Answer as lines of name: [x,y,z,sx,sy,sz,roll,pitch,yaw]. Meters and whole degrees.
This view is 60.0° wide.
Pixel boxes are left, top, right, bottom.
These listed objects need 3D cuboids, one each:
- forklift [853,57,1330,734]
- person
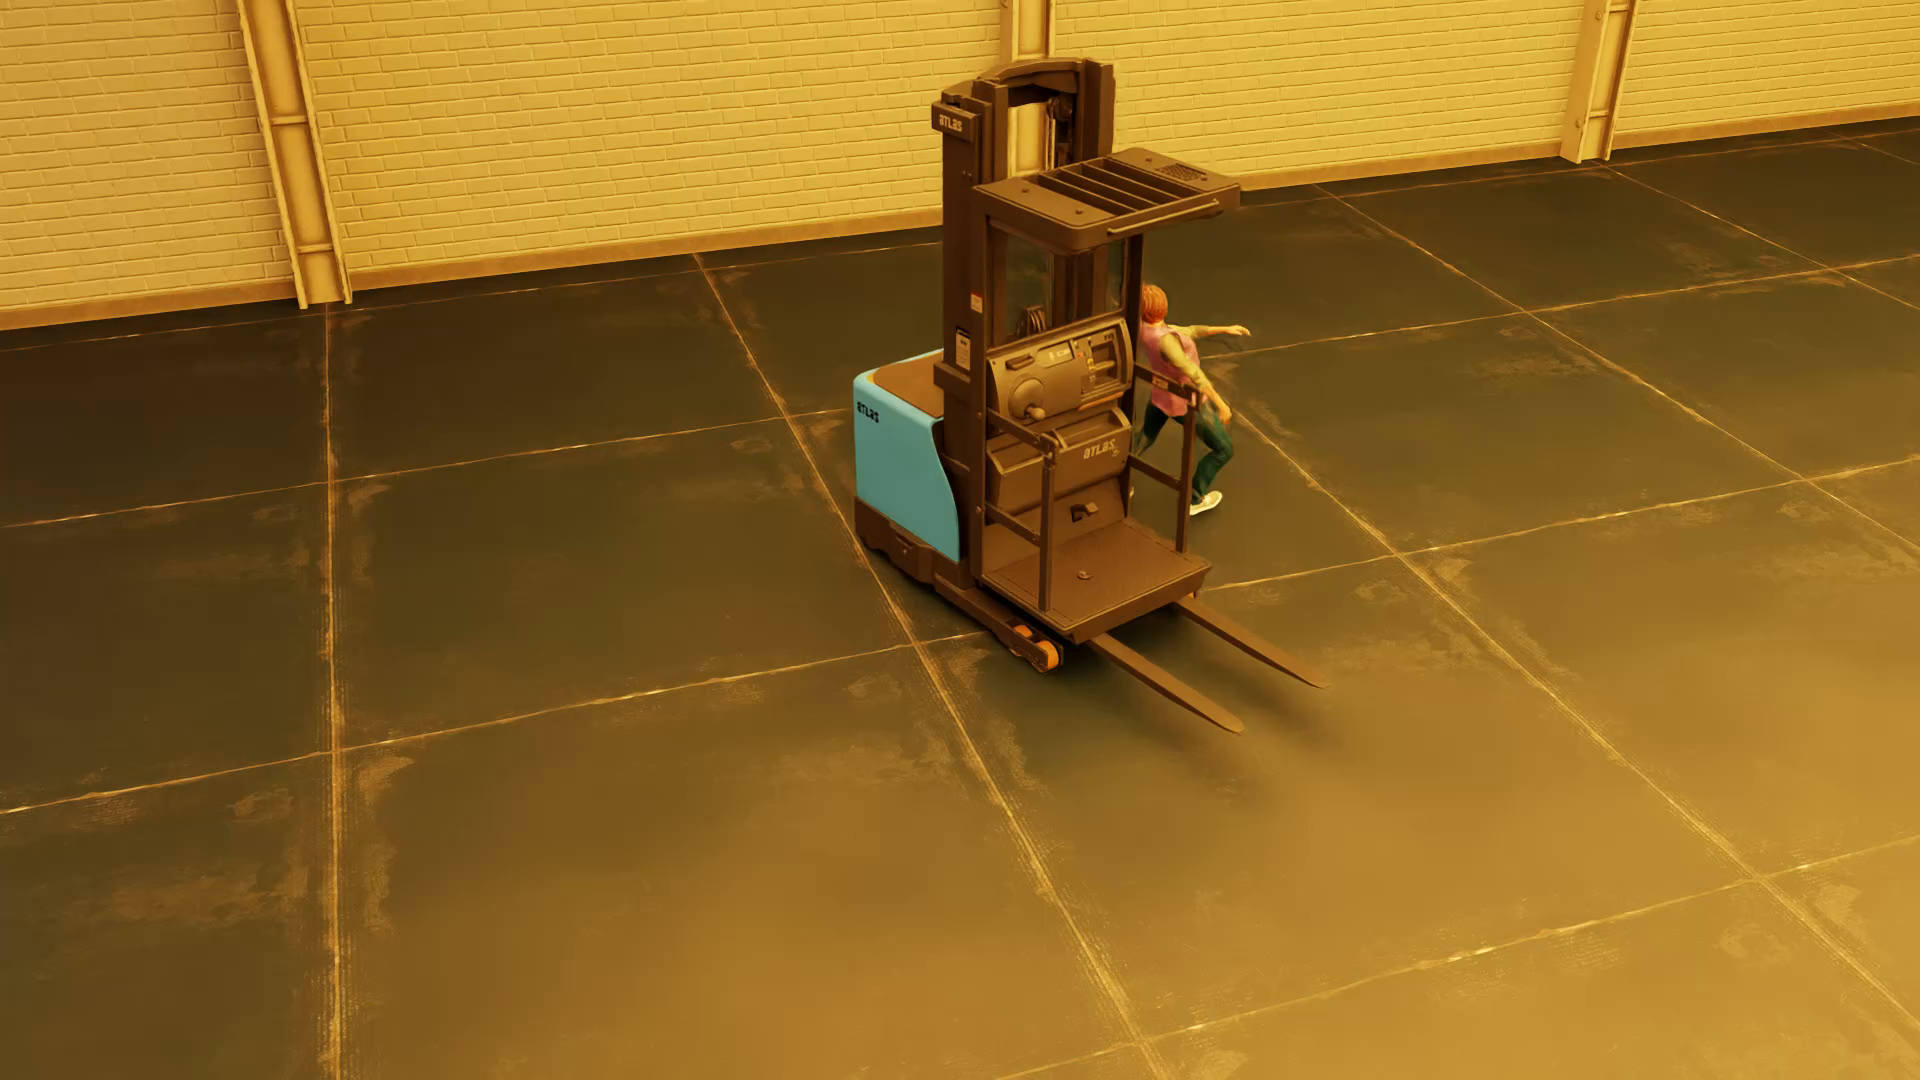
forklift: [0.668,-0.850,8.564,1.130,2.935,3.031,-21,36,-32]
person: [1.349,-0.814,9.980,0.790,1.420,0.729,-19,35,-29]
